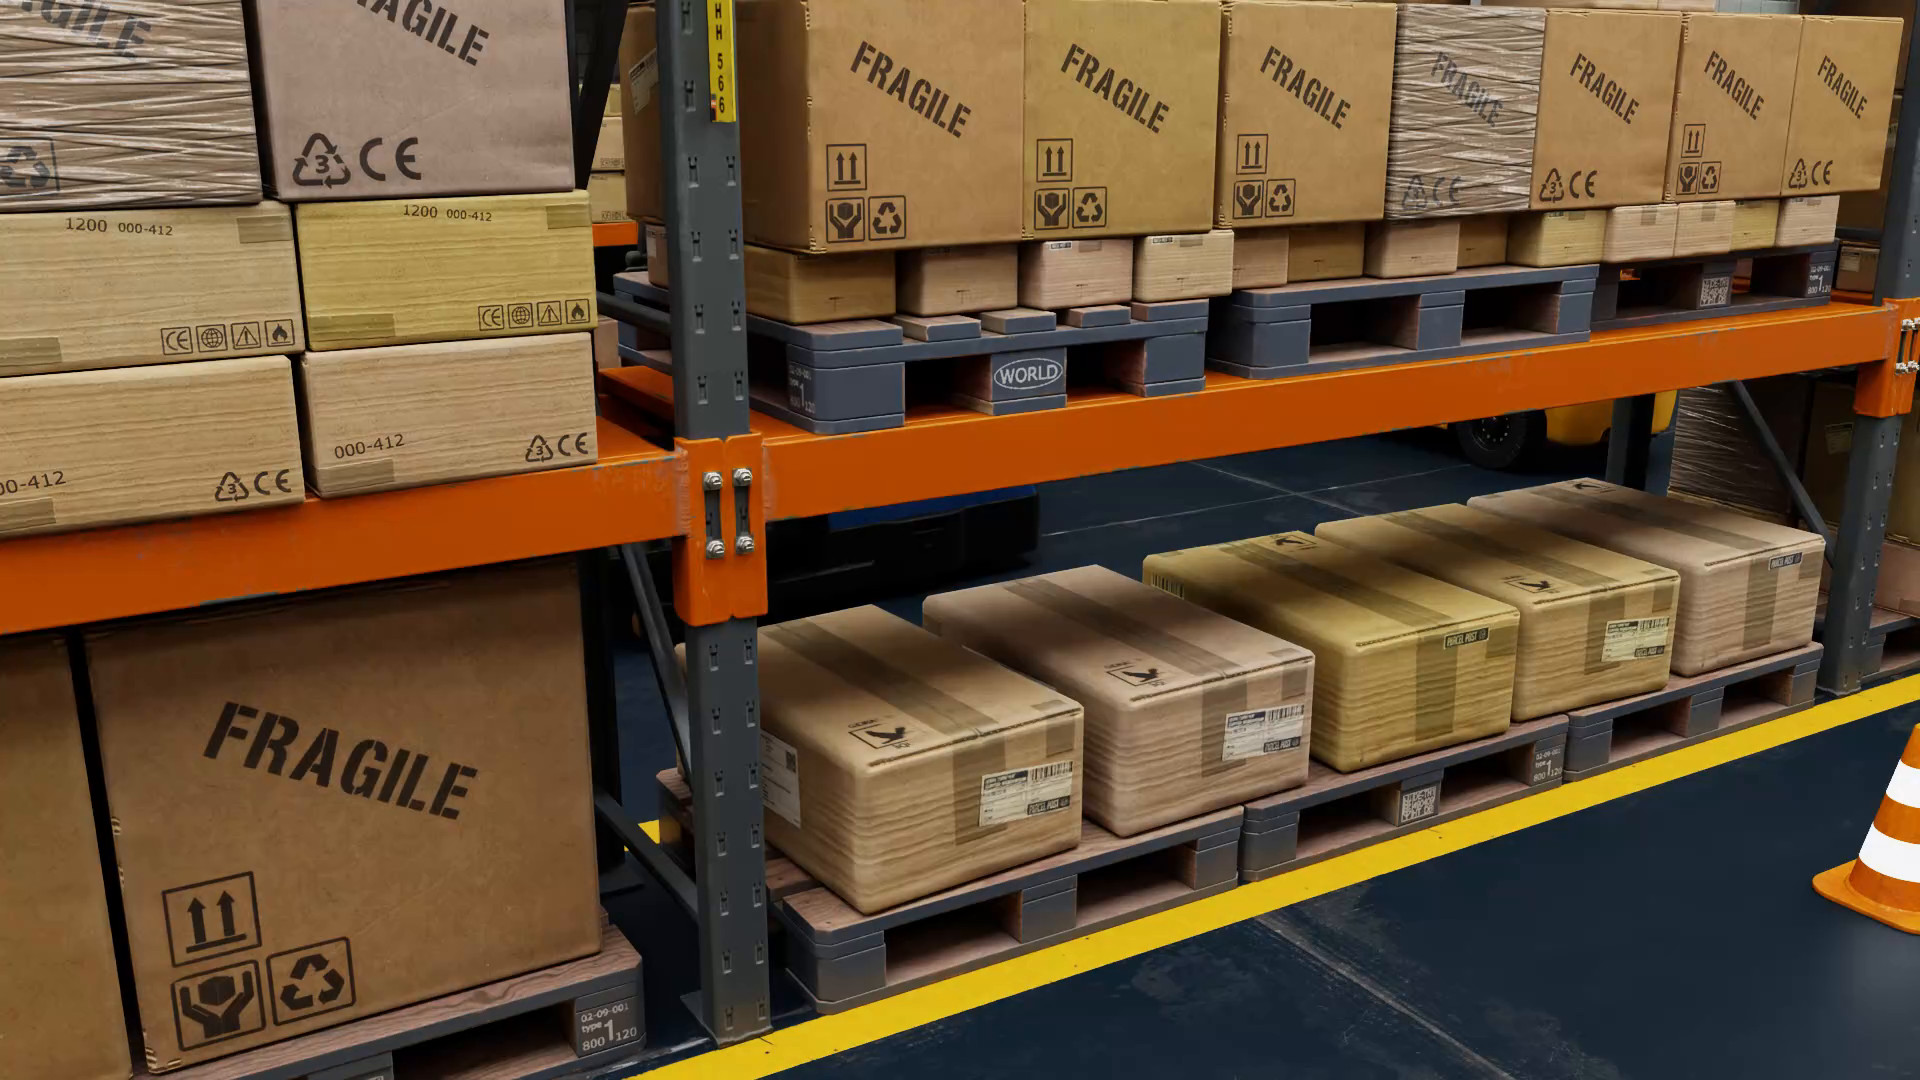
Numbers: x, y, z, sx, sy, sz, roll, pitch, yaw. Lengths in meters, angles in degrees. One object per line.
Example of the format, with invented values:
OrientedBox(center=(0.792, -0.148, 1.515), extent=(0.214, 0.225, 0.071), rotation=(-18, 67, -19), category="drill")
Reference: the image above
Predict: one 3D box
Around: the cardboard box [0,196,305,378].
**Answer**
OrientedBox(center=(-1.438, -0.453, 2.822), extent=(0.500, 0.250, 0.500), rotation=(-10, 18, -31), category="cardboard box")

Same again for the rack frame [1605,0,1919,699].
OrientedBox(center=(2.713, -1.039, 5.560), extent=(0.127, 3.000, 1.000), rotation=(-9, 18, -30), category="rack frame")

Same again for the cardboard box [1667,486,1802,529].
OrientedBox(center=(3.081, -0.062, 6.389), extent=(0.500, 0.250, 0.500), rotation=(-8, 18, -27), category="cardboard box")

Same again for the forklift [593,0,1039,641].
OrientedBox(center=(-1.165, -1.189, 6.222), extent=(3.031, 2.935, 1.130), rotation=(-11, 19, -34), category="forklift")

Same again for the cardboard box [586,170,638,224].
OrientedBox(center=(-1.898, -1.706, 8.216), extent=(0.500, 0.250, 0.500), rotation=(-10, 18, -31), category="cardboard box")

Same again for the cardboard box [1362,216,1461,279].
OrientedBox(center=(1.069, -0.780, 4.323), extent=(0.250, 0.149, 0.380), rotation=(-9, 18, -28), category="cardboard box")

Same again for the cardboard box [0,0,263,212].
OrientedBox(center=(-1.460, -0.807, 2.694), extent=(0.500, 0.500, 0.500), rotation=(-9, 18, -29), category="cardboard box")

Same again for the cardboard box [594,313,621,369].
OrientedBox(center=(-2.178, -0.866, 8.564), extent=(0.625, 0.625, 0.875), rotation=(-9, 18, -28), category="cardboard box")

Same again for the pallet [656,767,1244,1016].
OrientedBox(center=(-0.045, 0.751, 4.339), extent=(1.213, 0.211, 1.003), rotation=(-9, 18, -30), category="pallet")

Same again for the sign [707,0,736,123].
OrientedBox(center=(-0.427, -0.913, 2.963), extent=(0.005, 0.325, 0.100), rotation=(-9, 18, -30), category="sign")

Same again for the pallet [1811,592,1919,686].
OrientedBox(center=(3.270, 0.202, 6.298), extent=(1.213, 0.211, 1.003), rotation=(-9, 18, -30), category="pallet")

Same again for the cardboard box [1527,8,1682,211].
OrientedBox(center=(1.565, -1.176, 4.533), extent=(0.500, 0.500, 0.500), rotation=(-9, 18, -28), category="cardboard box")

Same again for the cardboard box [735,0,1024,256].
OrientedBox(center=(-0.211, -0.886, 3.498), extent=(0.500, 0.500, 0.500), rotation=(-10, 18, -31), category="cardboard box")

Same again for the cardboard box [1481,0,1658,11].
OrientedBox(center=(1.626, -1.486, 4.439), extent=(0.250, 0.149, 0.380), rotation=(-10, 19, -32), category="cardboard box")

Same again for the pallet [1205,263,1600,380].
OrientedBox(center=(0.960, -0.675, 4.617), extent=(1.213, 0.211, 1.003), rotation=(-9, 18, -30), category="pallet")

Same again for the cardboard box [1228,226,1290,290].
OrientedBox(center=(0.589, -0.711, 4.074), extent=(0.250, 0.149, 0.380), rotation=(-8, 18, -26), category="cardboard box")

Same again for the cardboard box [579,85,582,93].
OrientedBox(center=(-1.998, -2.128, 8.056), extent=(0.250, 0.149, 0.380), rotation=(-9, 18, -29), category="cardboard box")

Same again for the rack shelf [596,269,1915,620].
OrientedBox(center=(0.998, -0.415, 4.665), extent=(4.000, 0.370, 1.077), rotation=(-9, 18, -30), category="rack shelf")

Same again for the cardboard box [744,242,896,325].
OrientedBox(center=(-0.342, -0.567, 3.561), extent=(0.250, 0.149, 0.380), rotation=(-10, 19, -33), category="cardboard box")

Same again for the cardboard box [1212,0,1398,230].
OrientedBox(center=(0.684, -1.035, 4.031), extent=(0.500, 0.500, 0.500), rotation=(-9, 18, -29), category="cardboard box")

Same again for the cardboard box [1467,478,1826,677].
OrientedBox(center=(2.265, 0.097, 5.596), extent=(0.625, 0.372, 0.950), rotation=(-9, 18, -29), category="cardboard box")

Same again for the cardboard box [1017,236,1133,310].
OrientedBox(center=(0.176, -0.625, 3.771), extent=(0.250, 0.149, 0.380), rotation=(-11, 19, -33), category="cardboard box")

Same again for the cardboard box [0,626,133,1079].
OrientedBox(center=(-2.118, 0.537, 3.093), extent=(0.875, 0.875, 0.875), rotation=(-9, 18, -29), category="cardboard box")

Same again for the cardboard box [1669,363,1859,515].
OrientedBox(center=(3.082, -0.423, 6.288), extent=(0.500, 0.500, 0.500), rotation=(-9, 18, -30), category="cardboard box")

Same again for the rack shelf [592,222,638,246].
OrientedBox(center=(-1.561, -1.563, 8.760), extent=(4.000, 0.370, 1.077), rotation=(-9, 18, -30), category="rack shelf")

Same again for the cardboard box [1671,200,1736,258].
OrientedBox(center=(1.976, -0.908, 4.780), extent=(0.250, 0.149, 0.380), rotation=(-10, 18, -31), category="cardboard box")

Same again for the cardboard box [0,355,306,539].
OrientedBox(center=(-1.446, -0.206, 2.865), extent=(0.500, 0.250, 0.500), rotation=(-9, 18, -29), category="cardboard box")

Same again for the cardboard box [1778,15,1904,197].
OrientedBox(center=(2.435, -1.315, 5.031), extent=(0.500, 0.500, 0.500), rotation=(-10, 18, -31), category="cardboard box")

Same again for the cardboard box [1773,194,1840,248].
OrientedBox(center=(2.414, -0.985, 5.054), extent=(0.250, 0.149, 0.380), rotation=(-9, 18, -29), category="cardboard box")

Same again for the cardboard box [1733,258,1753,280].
OrientedBox(center=(2.831, -1.033, 6.005), extent=(0.250, 0.149, 0.380), rotation=(-9, 18, -30), category="cardboard box")

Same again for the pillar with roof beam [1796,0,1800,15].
OrientedBox(center=(9.881, -5.582, 10.649), extent=(0.400, 9.000, 9.100), rotation=(-9, 18, -30), category="pillar with roof beam")

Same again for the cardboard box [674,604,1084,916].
OrientedBox(center=(-0.226, 0.504, 4.146), extent=(0.625, 0.372, 0.950), rotation=(-11, 19, -33), category="cardboard box")

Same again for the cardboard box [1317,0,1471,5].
OrientedBox(center=(1.249, -1.587, 4.797), extent=(0.250, 0.149, 0.380), rotation=(-8, 18, -27), category="cardboard box")

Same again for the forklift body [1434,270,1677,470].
OrientedBox(center=(2.896, -1.649, 9.307), extent=(1.214, 2.155, 2.313), rotation=(-9, 18, -30), category="forklift body")

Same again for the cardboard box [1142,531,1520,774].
OrientedBox(center=(1.055, 0.295, 4.890), extent=(0.625, 0.372, 0.950), rotation=(-9, 18, -28), category="cardboard box")

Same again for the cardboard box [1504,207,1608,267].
OrientedBox(center=(1.532, -0.847, 4.560), extent=(0.250, 0.149, 0.380), rotation=(-9, 18, -30), category="cardboard box")

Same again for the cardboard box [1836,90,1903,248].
OrientedBox(center=(3.234, -1.227, 5.494), extent=(0.500, 0.500, 0.500), rotation=(-9, 18, -30), category="cardboard box")

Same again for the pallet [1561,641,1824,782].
OrientedBox(center=(2.046, 0.412, 5.549), extent=(1.213, 0.211, 1.003), rotation=(-9, 18, -30), category="pallet")
